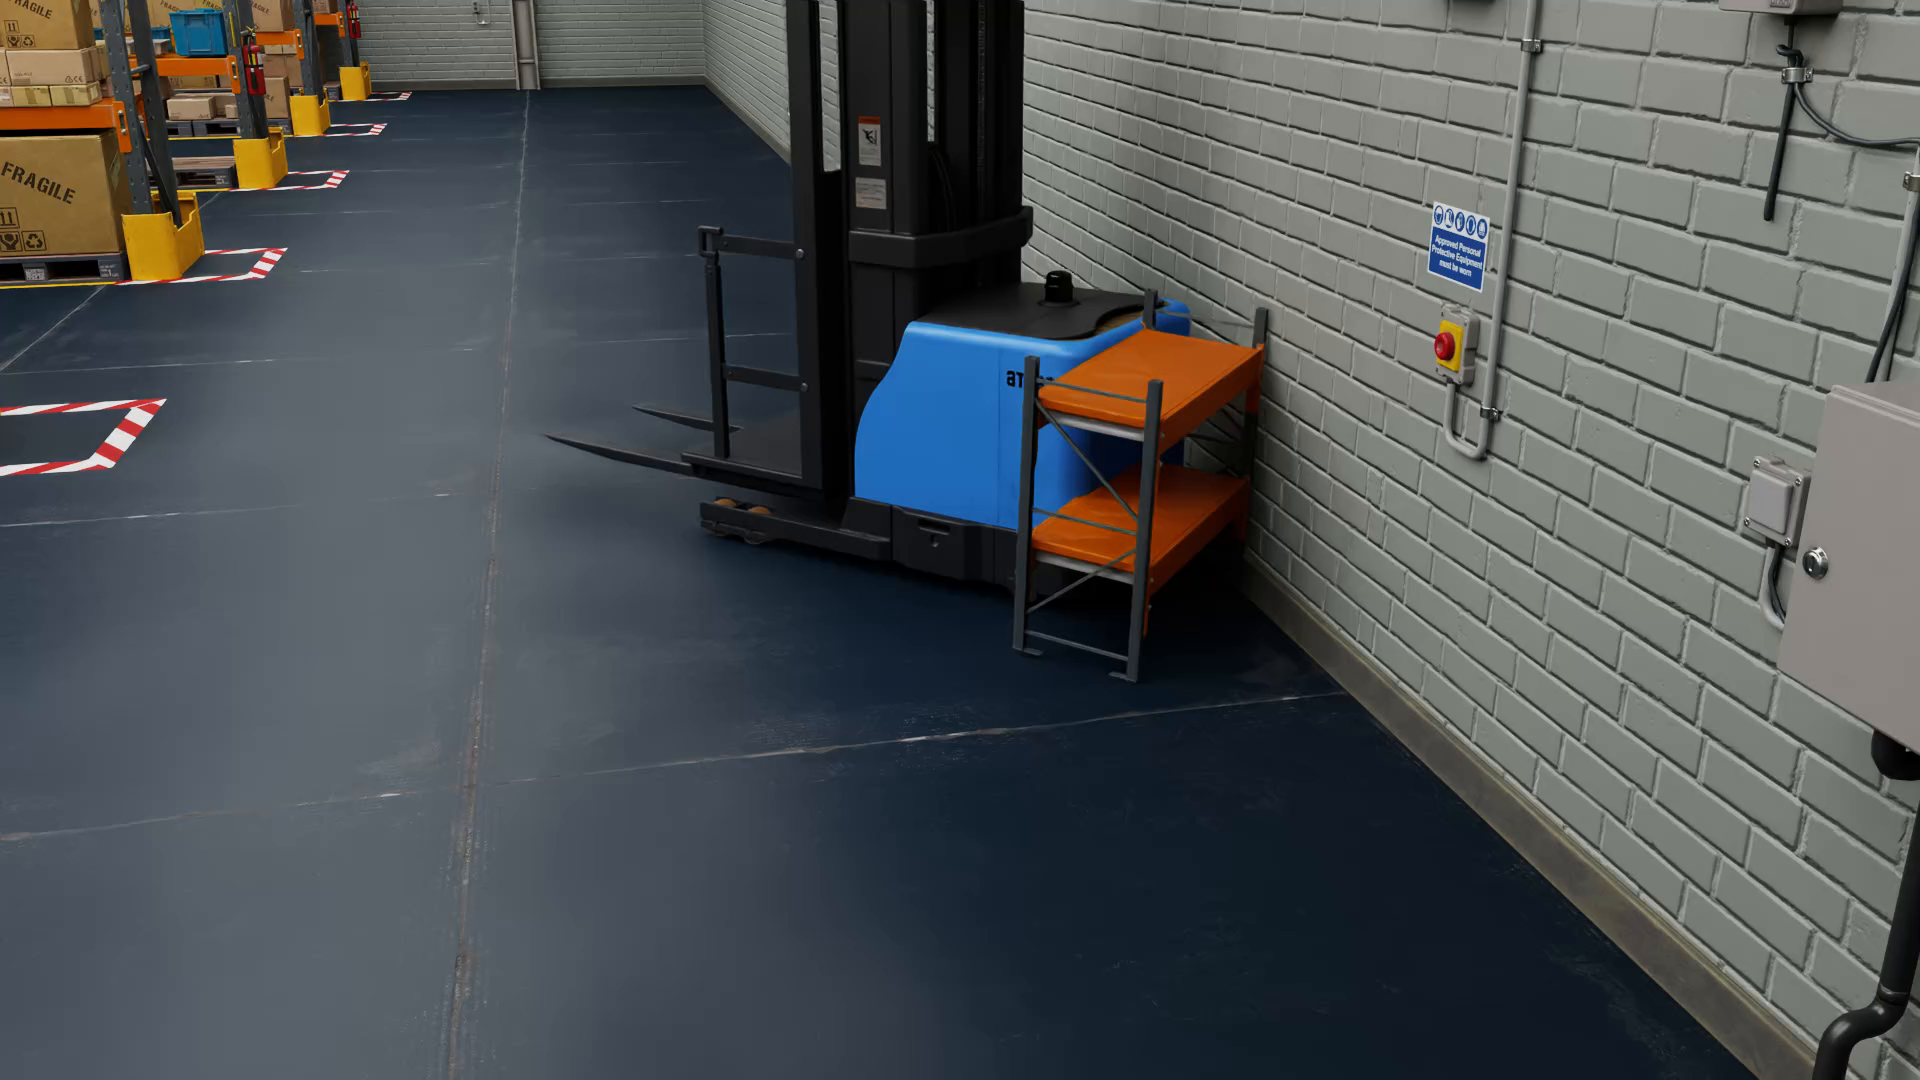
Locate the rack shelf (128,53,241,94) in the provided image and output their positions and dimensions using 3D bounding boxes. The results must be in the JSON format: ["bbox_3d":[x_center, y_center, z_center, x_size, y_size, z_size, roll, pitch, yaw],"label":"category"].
[{"bbox_3d":[-9.416,-4.753,16.973,4.000,0.370,1.077,-5,21,-12],"label":"rack shelf"}]

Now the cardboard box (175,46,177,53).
[{"bbox_3d":[-12.007,-7.609,25.805,0.250,0.149,0.380,-5,21,-14],"label":"cardboard box"}]

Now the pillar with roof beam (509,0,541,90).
[{"bbox_3d":[-6.330,-10.444,22.743,0.400,9.000,9.100,-5,21,-12],"label":"pillar with roof beam"}]

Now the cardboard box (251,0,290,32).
[{"bbox_3d":[-8.979,-6.827,21.446,0.500,0.500,0.500,-4,20,-11],"label":"cardboard box"}]

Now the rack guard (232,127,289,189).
[{"bbox_3d":[-7.449,-4.081,17.729,0.348,0.500,1.175,-5,21,-12],"label":"rack guard"}]

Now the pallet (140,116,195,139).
[{"bbox_3d":[-10.640,-5.433,21.839,1.213,0.211,1.003,-5,21,-12],"label":"pallet"}]

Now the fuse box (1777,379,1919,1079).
[{"bbox_3d":[1.774,0.592,3.211,0.414,1.711,0.539,-5,21,-12],"label":"fuse box"}]

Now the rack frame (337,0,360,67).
[{"bbox_3d":[-9.749,-8.565,26.335,0.127,3.000,1.000,-5,21,-12],"label":"rack frame"}]

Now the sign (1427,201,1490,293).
[{"bbox_3d":[1.481,-0.876,4.951,0.001,0.218,0.327,-5,21,-12],"label":"sign"}]

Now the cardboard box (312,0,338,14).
[{"bbox_3d":[-10.243,-8.662,26.164,0.700,0.700,0.980,-4,20,-10],"label":"cardboard box"}]

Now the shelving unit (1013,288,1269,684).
[{"bbox_3d":[0.683,-0.237,6.216,0.538,1.125,1.048,14,27,26],"label":"shelving unit"}]

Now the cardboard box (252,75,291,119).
[{"bbox_3d":[-9.078,-5.814,21.821,0.500,0.500,0.500,-5,21,-12],"label":"cardboard box"}]

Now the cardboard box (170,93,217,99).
[{"bbox_3d":[-10.173,-5.795,22.132,0.500,0.250,0.500,-5,21,-12],"label":"cardboard box"}]

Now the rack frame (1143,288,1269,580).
[{"bbox_3d":[0.933,-0.413,6.623,0.500,1.125,0.032,14,27,26],"label":"rack frame"}]

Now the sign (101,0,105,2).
[{"bbox_3d":[-6.218,-4.063,12.017,0.005,0.325,0.100,-5,21,-12],"label":"sign"}]

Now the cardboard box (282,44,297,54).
[{"bbox_3d":[-10.490,-7.733,26.144,0.250,0.149,0.380,-5,21,-13],"label":"cardboard box"}]

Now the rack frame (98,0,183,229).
[{"bbox_3d":[-6.330,-3.591,12.756,0.127,3.000,1.000,-5,21,-12],"label":"rack frame"}]

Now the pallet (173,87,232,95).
[{"bbox_3d":[-11.694,-7.071,26.310,1.213,0.211,1.003,-5,21,-12],"label":"pallet"}]

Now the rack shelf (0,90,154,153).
[{"bbox_3d":[-8.276,-3.095,12.448,4.000,0.370,1.077,-5,21,-12],"label":"rack shelf"}]

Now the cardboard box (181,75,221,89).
[{"bbox_3d":[-11.901,-7.375,26.111,0.500,0.500,0.700,-4,21,-11],"label":"cardboard box"}]

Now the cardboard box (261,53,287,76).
[{"bbox_3d":[-10.894,-7.460,26.342,0.500,0.500,0.700,-5,21,-13],"label":"cardboard box"}]

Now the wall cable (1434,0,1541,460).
[{"bbox_3d":[1.433,-1.219,4.760,0.123,1.953,0.585,-5,21,-12],"label":"wall cable"}]

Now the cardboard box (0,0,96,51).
[{"bbox_3d":[-6.743,-3.886,12.256,0.500,0.500,0.500,-4,21,-12],"label":"cardboard box"}]

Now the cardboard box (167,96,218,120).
[{"bbox_3d":[-10.010,-5.632,21.686,0.500,0.250,0.500,-5,21,-12],"label":"cardboard box"}]

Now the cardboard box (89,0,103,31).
[{"bbox_3d":[-10.955,-6.667,21.008,0.500,0.500,0.500,-5,21,-13],"label":"cardboard box"}]

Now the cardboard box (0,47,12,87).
[{"bbox_3d":[-7.234,-3.493,12.274,0.500,0.250,0.500,-5,21,-13],"label":"cardboard box"}]

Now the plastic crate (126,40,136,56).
[{"bbox_3d":[-8.507,-5.010,16.926,0.243,0.136,0.396,-5,21,-12],"label":"plastic crate"}]

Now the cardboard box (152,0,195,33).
[{"bbox_3d":[-9.970,-6.747,21.228,0.500,0.500,0.500,-4,21,-12],"label":"cardboard box"}]

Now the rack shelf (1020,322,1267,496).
[{"bbox_3d":[0.690,-0.504,6.097,0.538,0.278,1.000,14,27,26],"label":"rack shelf"}]

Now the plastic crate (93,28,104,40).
[{"bbox_3d":[-9.067,-5.185,17.263,0.300,0.233,0.416,-5,21,-12],"label":"plastic crate"}]

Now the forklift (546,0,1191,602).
[{"bbox_3d":[-0.548,-1.495,7.133,3.031,2.935,1.130,12,23,30],"label":"forklift"}]

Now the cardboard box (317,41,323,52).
[{"bbox_3d":[-10.332,-7.881,26.548,0.250,0.149,0.380,-5,21,-12],"label":"cardboard box"}]

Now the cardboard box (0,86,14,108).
[{"bbox_3d":[-7.099,-3.294,12.310,0.250,0.149,0.380,-5,21,-12],"label":"cardboard box"}]

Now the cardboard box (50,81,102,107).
[{"bbox_3d":[-6.601,-3.334,12.421,0.250,0.149,0.380,-4,21,-11],"label":"cardboard box"}]

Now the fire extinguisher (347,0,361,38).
[{"bbox_3d":[-9.496,-8.211,26.023,0.183,0.674,0.296,-5,21,-12],"label":"fire extinguisher"}]

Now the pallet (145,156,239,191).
[{"bbox_3d":[-8.281,-3.887,17.619,1.213,0.211,1.003,-5,21,-12],"label":"pallet"}]

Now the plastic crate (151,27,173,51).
[{"bbox_3d":[-8.426,-5.237,17.406,0.300,0.233,0.416,-5,21,-12],"label":"plastic crate"}]
